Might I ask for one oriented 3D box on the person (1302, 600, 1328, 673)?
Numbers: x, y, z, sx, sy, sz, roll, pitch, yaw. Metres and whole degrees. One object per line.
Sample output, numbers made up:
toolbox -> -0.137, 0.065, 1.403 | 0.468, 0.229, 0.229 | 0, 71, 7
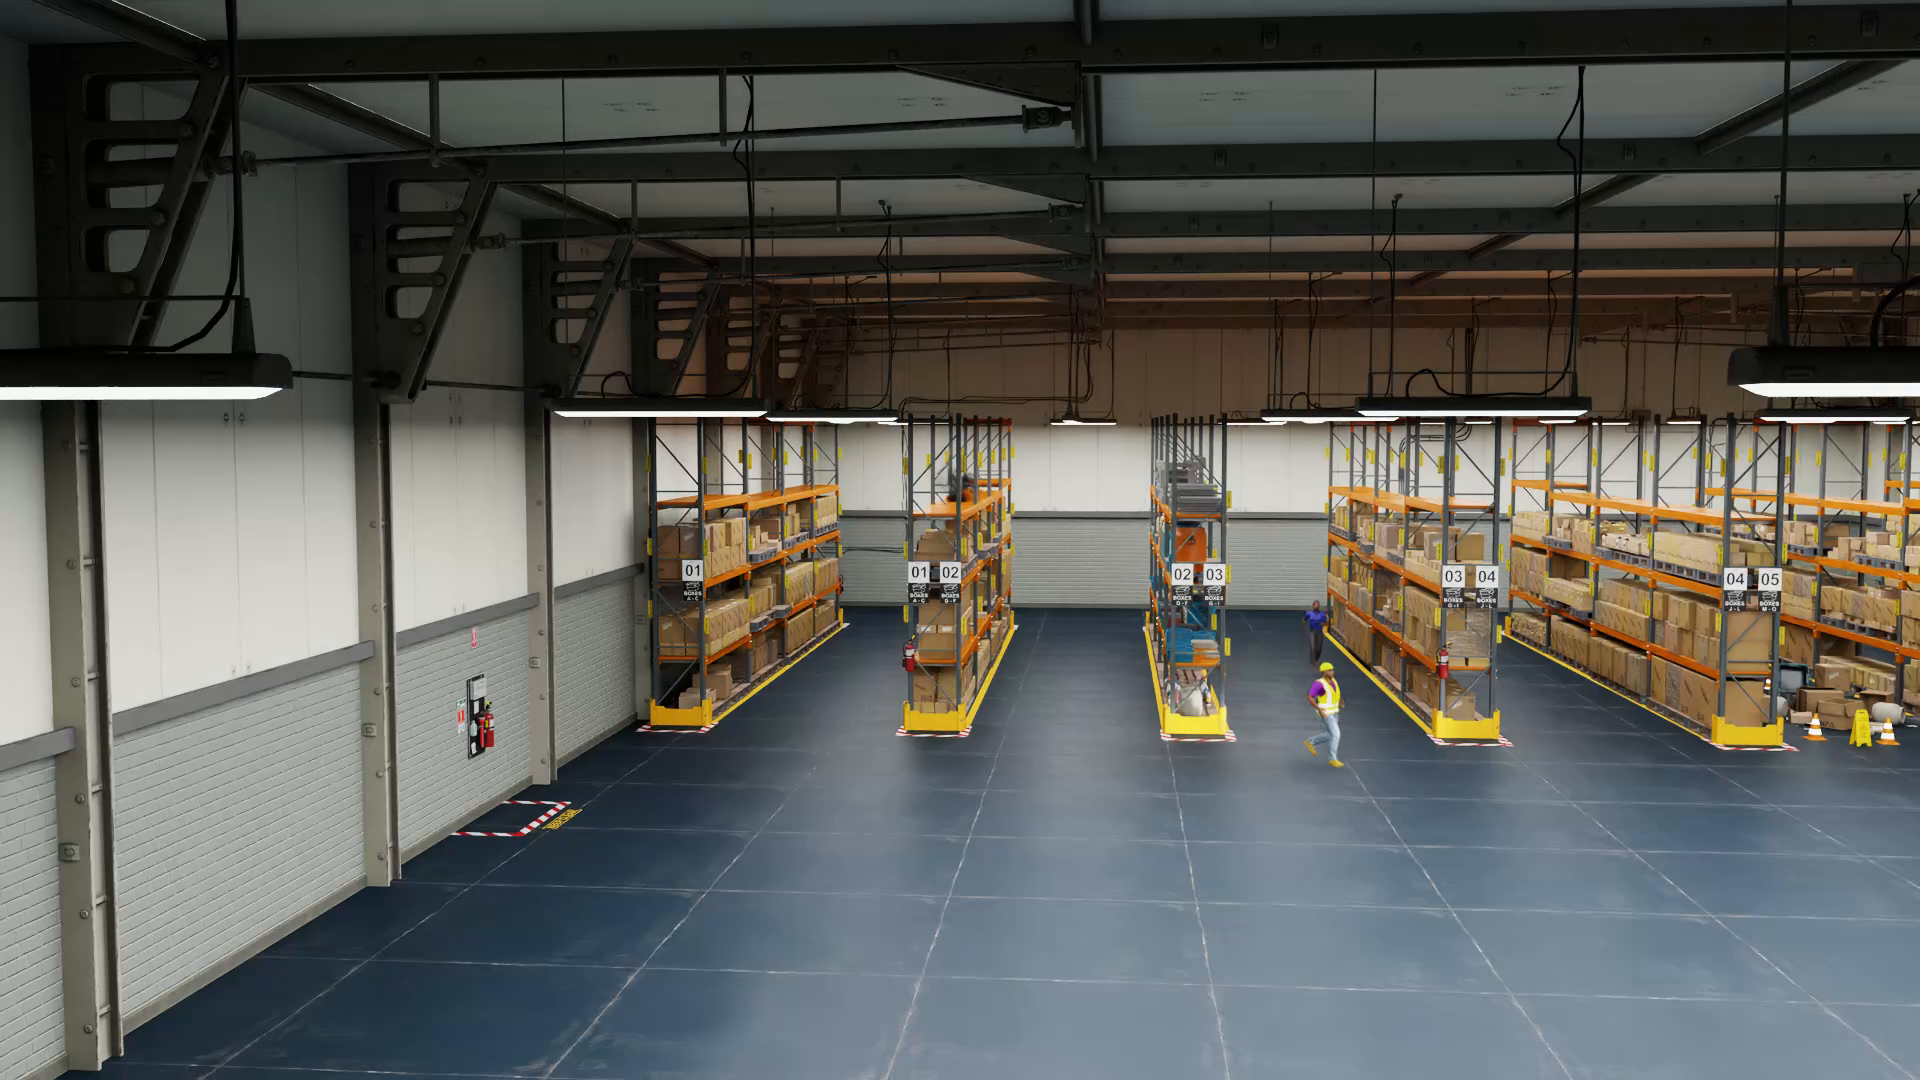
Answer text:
person -> 8.366, 2.249, 39.114 | 0.570, 1.645, 0.929 | 0, 4, 4

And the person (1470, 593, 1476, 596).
person -> 13.884, 1.835, 45.394 | 0.672, 1.644, 0.822 | 2, 4, 24

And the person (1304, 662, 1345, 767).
person -> 6.244, 2.953, 28.326 | 0.729, 1.756, 0.691 | 3, 5, 42
